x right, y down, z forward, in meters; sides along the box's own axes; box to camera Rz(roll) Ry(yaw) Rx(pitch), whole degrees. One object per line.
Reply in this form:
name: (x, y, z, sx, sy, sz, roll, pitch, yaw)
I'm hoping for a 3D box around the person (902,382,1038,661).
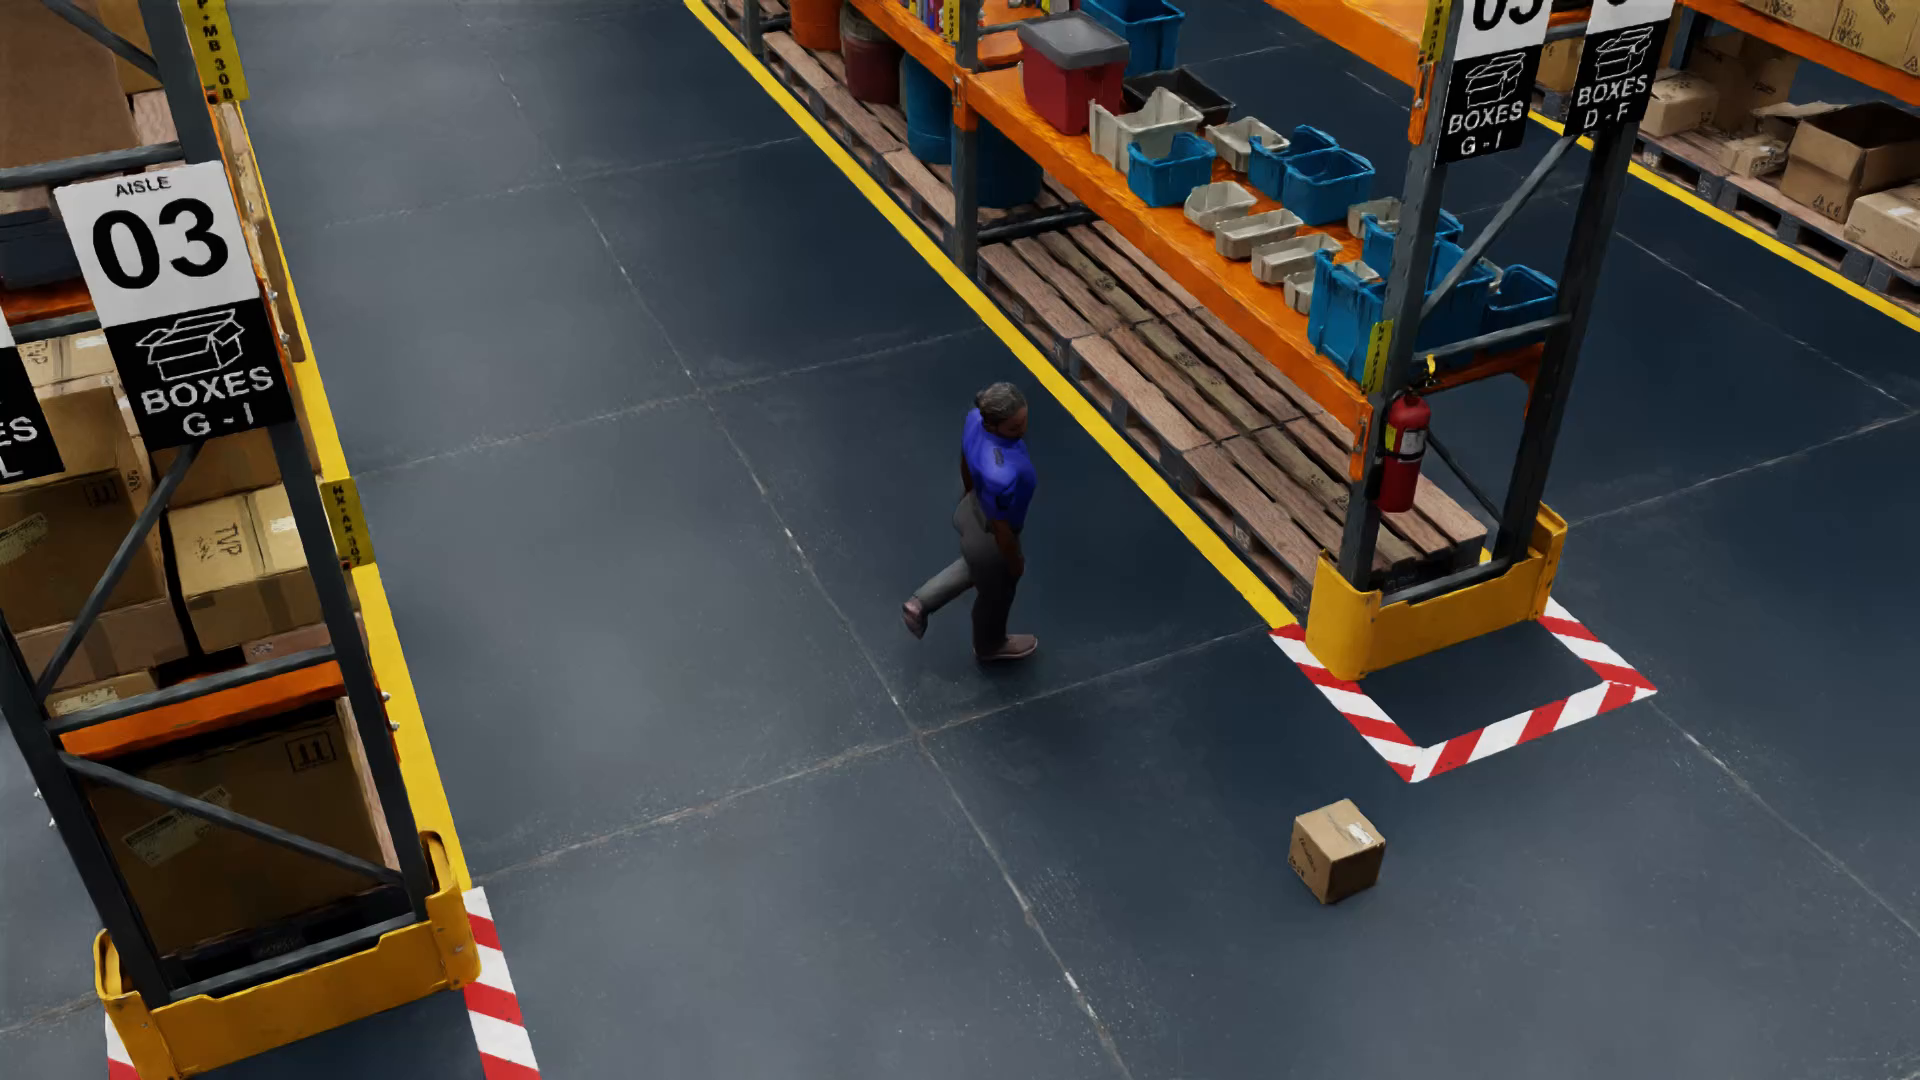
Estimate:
person: (0.091, -0.029, 6.903, 0.614, 1.614, 0.563, -9, 38, -12)
